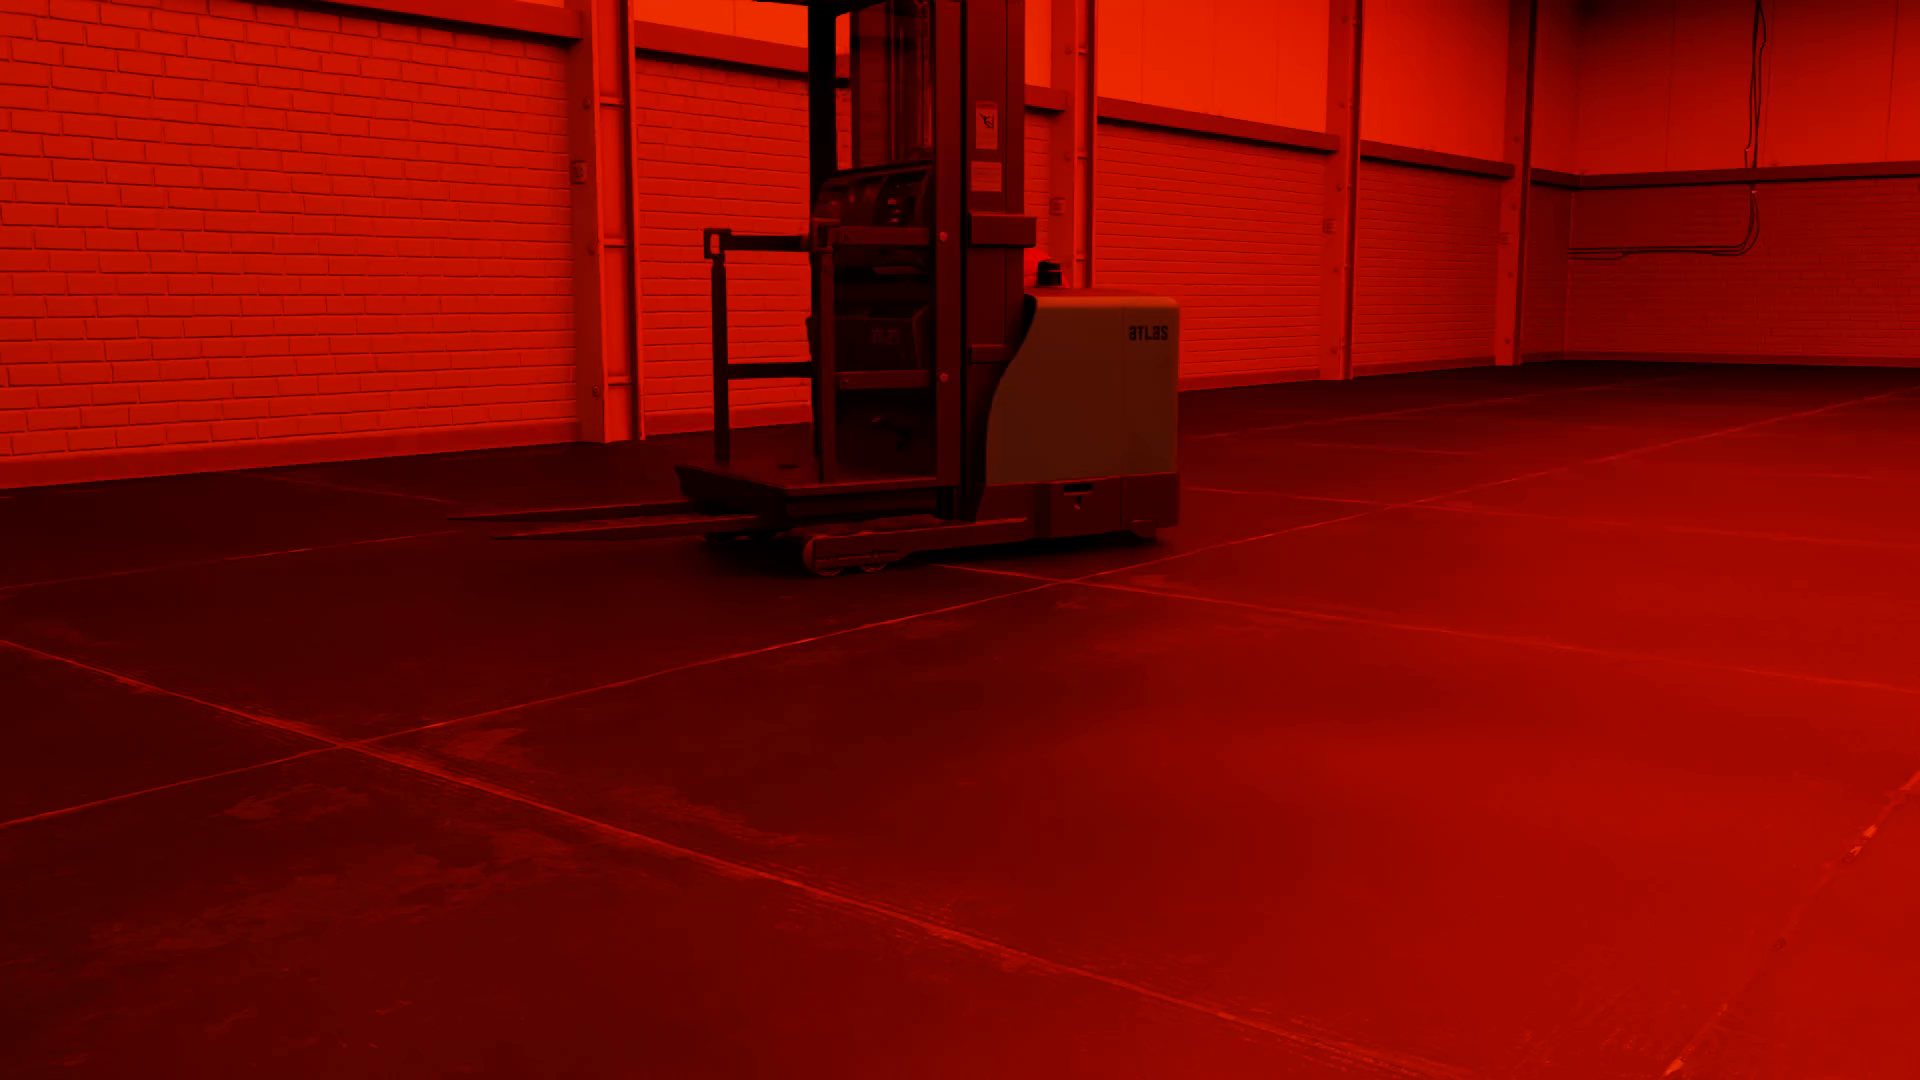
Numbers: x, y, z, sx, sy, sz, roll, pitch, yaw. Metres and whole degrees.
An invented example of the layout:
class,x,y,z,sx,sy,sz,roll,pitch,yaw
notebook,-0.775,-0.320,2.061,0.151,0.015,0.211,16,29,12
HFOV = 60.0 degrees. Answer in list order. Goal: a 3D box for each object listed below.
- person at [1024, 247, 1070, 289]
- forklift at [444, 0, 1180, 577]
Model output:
class,x,y,z,sx,sy,sz,roll,pitch,yaw
person,0.251,-1.188,10.036,0.857,1.625,0.562,2,9,16
forklift,-0.550,-1.394,6.812,3.031,2.935,1.130,-5,10,-32
